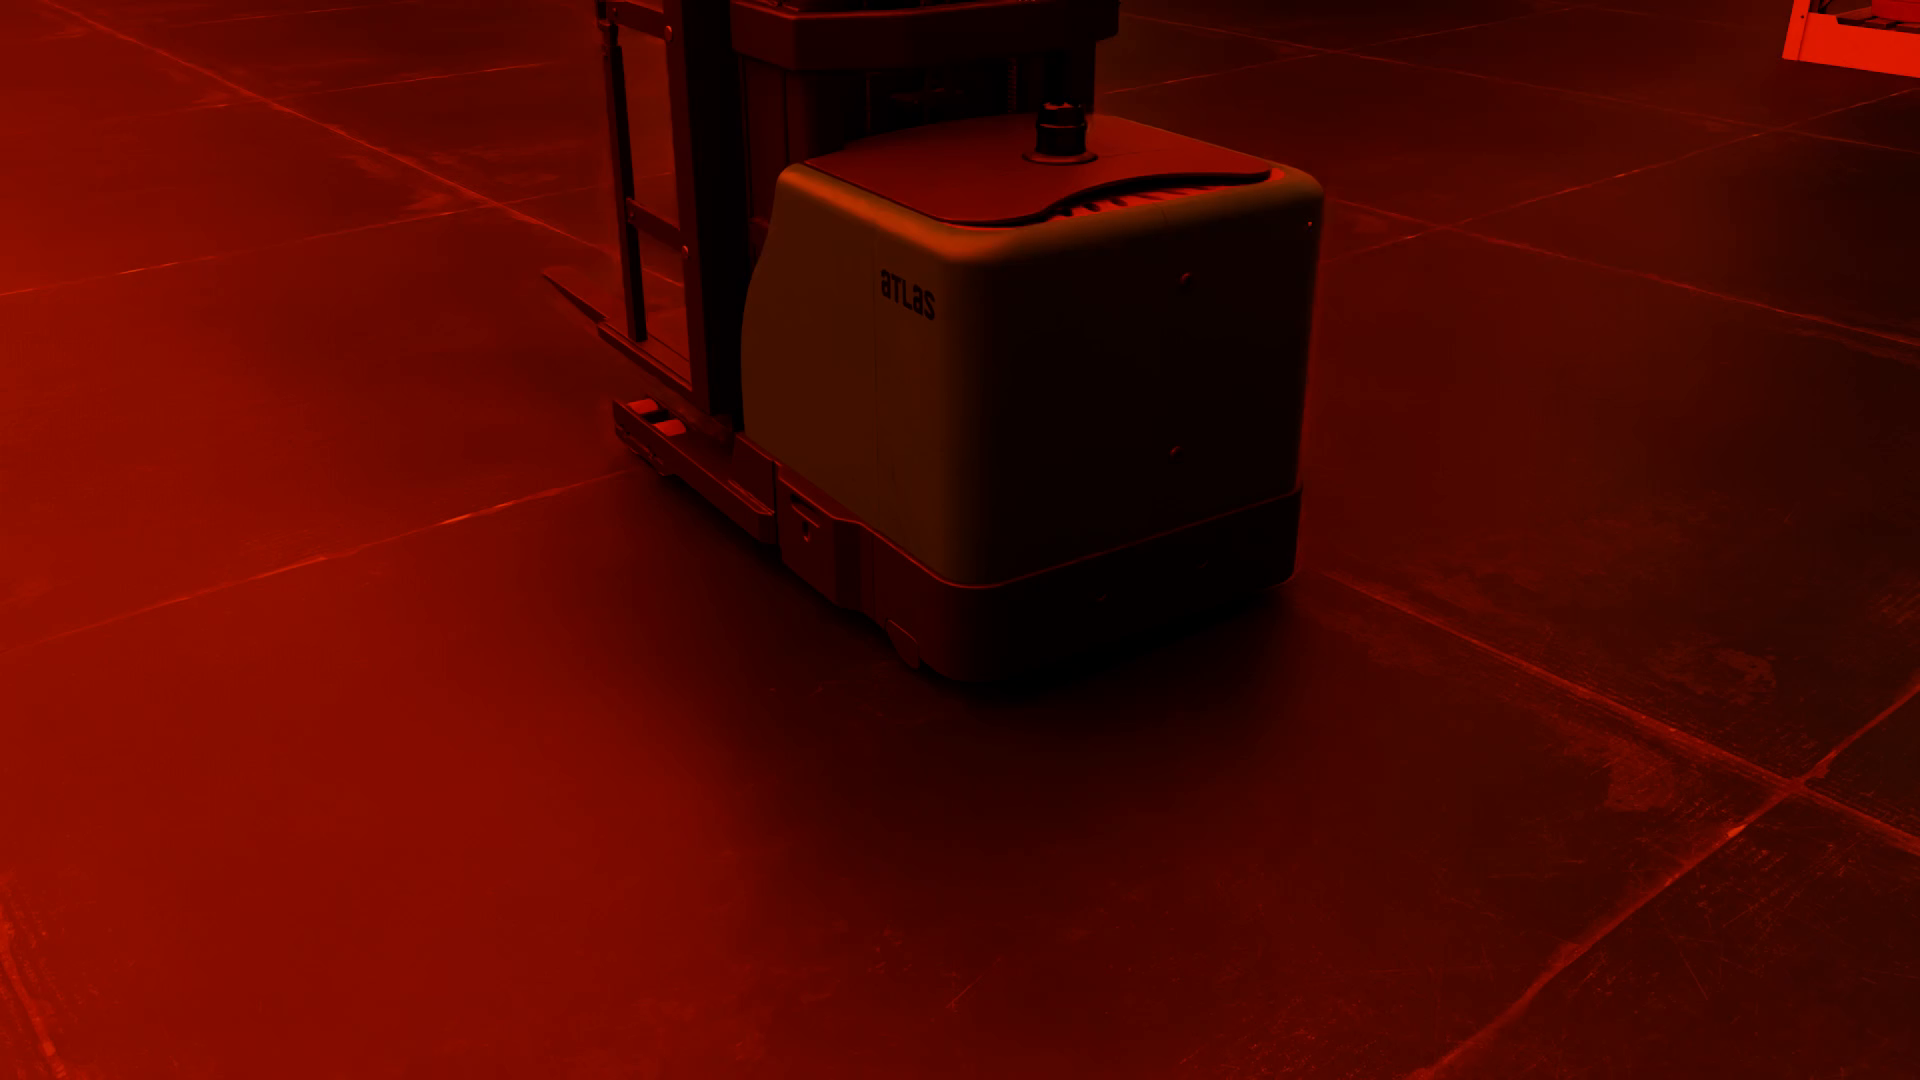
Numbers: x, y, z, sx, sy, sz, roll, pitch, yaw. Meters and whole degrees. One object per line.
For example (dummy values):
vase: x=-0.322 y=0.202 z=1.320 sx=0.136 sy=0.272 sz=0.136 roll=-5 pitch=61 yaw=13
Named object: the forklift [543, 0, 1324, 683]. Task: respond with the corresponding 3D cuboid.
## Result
forklift: x=-0.385 y=-1.602 z=4.433 sx=1.130 sy=2.935 sz=3.031 roll=-16 pitch=31 yaw=-29
